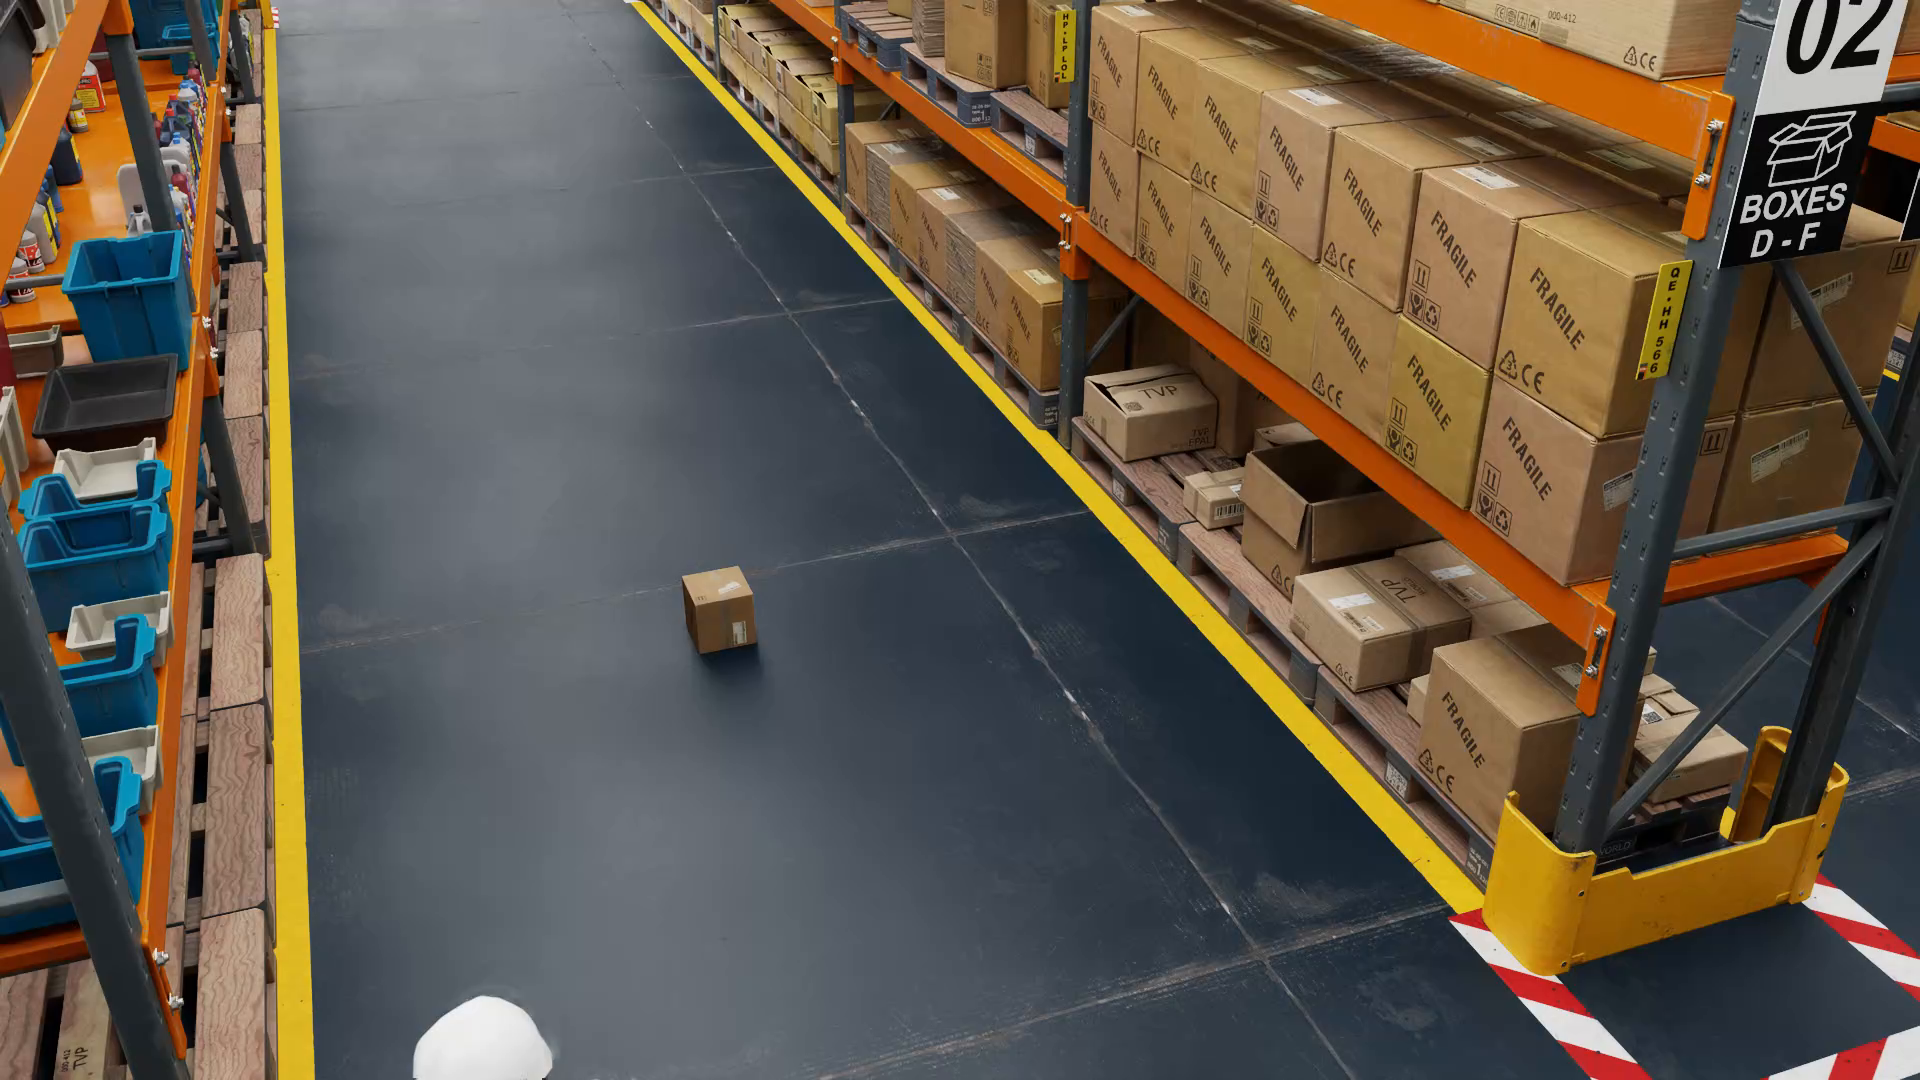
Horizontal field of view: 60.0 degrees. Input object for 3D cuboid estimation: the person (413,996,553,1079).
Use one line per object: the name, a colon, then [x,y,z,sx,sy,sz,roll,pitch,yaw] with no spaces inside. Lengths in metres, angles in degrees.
person: [-0.811,1.590,3.287,0.555,1.742,0.743,5,30,9]
